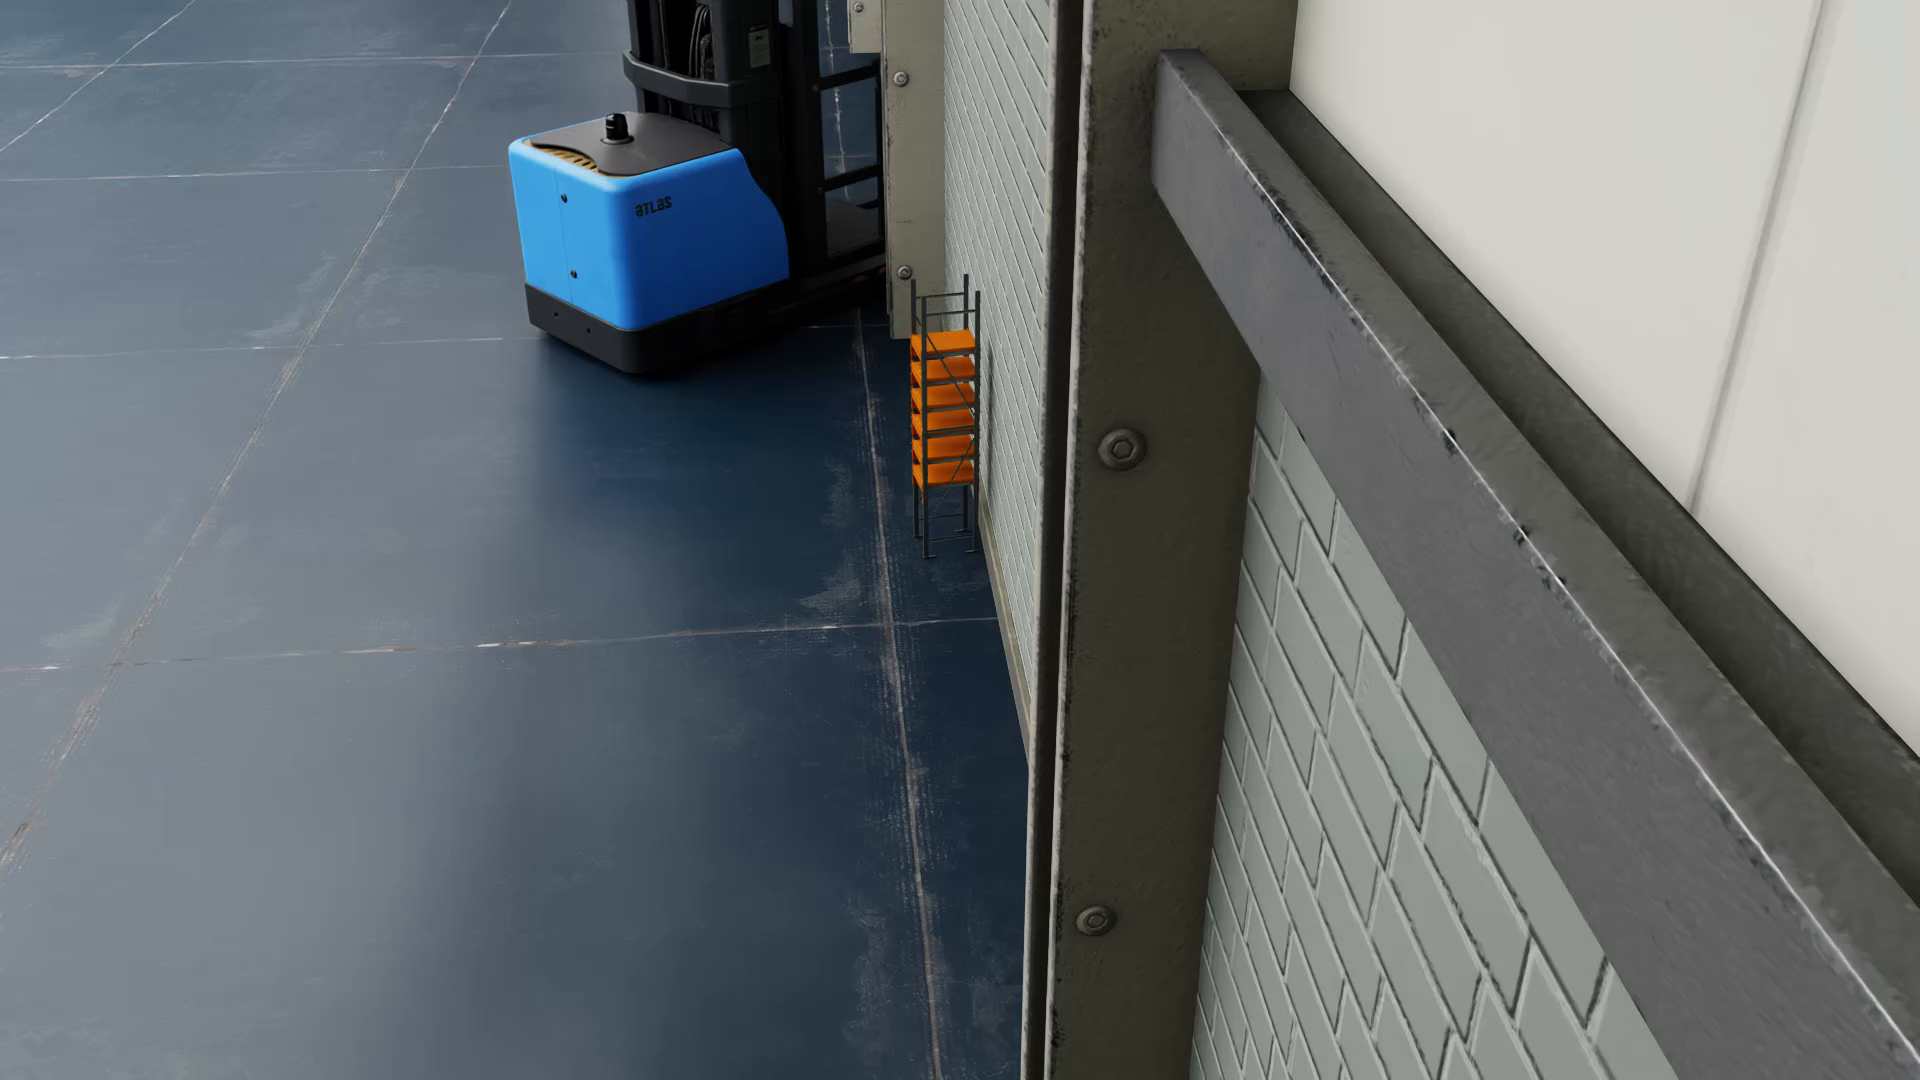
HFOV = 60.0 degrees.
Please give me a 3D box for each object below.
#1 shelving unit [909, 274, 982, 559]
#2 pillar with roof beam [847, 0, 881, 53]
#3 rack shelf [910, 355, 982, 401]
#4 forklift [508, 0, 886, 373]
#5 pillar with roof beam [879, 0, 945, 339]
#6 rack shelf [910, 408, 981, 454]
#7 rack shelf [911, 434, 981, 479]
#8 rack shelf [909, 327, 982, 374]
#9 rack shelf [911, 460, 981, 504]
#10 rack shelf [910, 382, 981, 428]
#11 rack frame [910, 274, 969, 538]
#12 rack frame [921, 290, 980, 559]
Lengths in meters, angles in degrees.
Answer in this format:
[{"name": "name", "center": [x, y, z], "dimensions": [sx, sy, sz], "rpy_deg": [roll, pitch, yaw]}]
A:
[{"name": "shelving unit", "center": [-0.060, -0.498, 6.912], "dimensions": [0.258, 1.200, 0.189], "rpy_deg": [-7, 32, -12]}, {"name": "pillar with roof beam", "center": [-5.089, -7.930, 11.750], "dimensions": [9.100, 9.000, 0.400], "rpy_deg": [-3, 31, -5]}, {"name": "rack shelf", "center": [-0.060, -0.666, 6.812], "dimensions": [0.258, 0.103, 0.180], "rpy_deg": [-7, 32, -12]}, {"name": "forklift", "center": [-0.965, -2.768, 9.026], "dimensions": [3.031, 2.935, 1.130], "rpy_deg": [-27, 40, -37]}, {"name": "pillar with roof beam", "center": [-4.529, -4.866, 6.622], "dimensions": [9.100, 9.000, 0.400], "rpy_deg": [-3, 31, -5]}, {"name": "rack shelf", "center": [-0.060, -0.460, 6.935], "dimensions": [0.258, 0.103, 0.180], "rpy_deg": [-7, 32, -12]}, {"name": "rack shelf", "center": [-0.061, -0.356, 6.996], "dimensions": [0.258, 0.103, 0.180], "rpy_deg": [-7, 32, -12]}, {"name": "rack shelf", "center": [-0.060, -0.769, 6.751], "dimensions": [0.258, 0.103, 0.180], "rpy_deg": [-7, 32, -12]}, {"name": "rack shelf", "center": [-0.061, -0.253, 7.057], "dimensions": [0.258, 0.103, 0.180], "rpy_deg": [-7, 32, -12]}, {"name": "rack shelf", "center": [-0.060, -0.563, 6.874], "dimensions": [0.258, 0.103, 0.180], "rpy_deg": [-7, 32, -12]}, {"name": "rack frame", "center": [-0.083, -0.543, 6.988], "dimensions": [0.240, 1.200, 0.006], "rpy_deg": [-7, 32, -12]}, {"name": "rack frame", "center": [-0.037, -0.453, 6.836], "dimensions": [0.240, 1.200, 0.006], "rpy_deg": [-7, 32, -12]}]
